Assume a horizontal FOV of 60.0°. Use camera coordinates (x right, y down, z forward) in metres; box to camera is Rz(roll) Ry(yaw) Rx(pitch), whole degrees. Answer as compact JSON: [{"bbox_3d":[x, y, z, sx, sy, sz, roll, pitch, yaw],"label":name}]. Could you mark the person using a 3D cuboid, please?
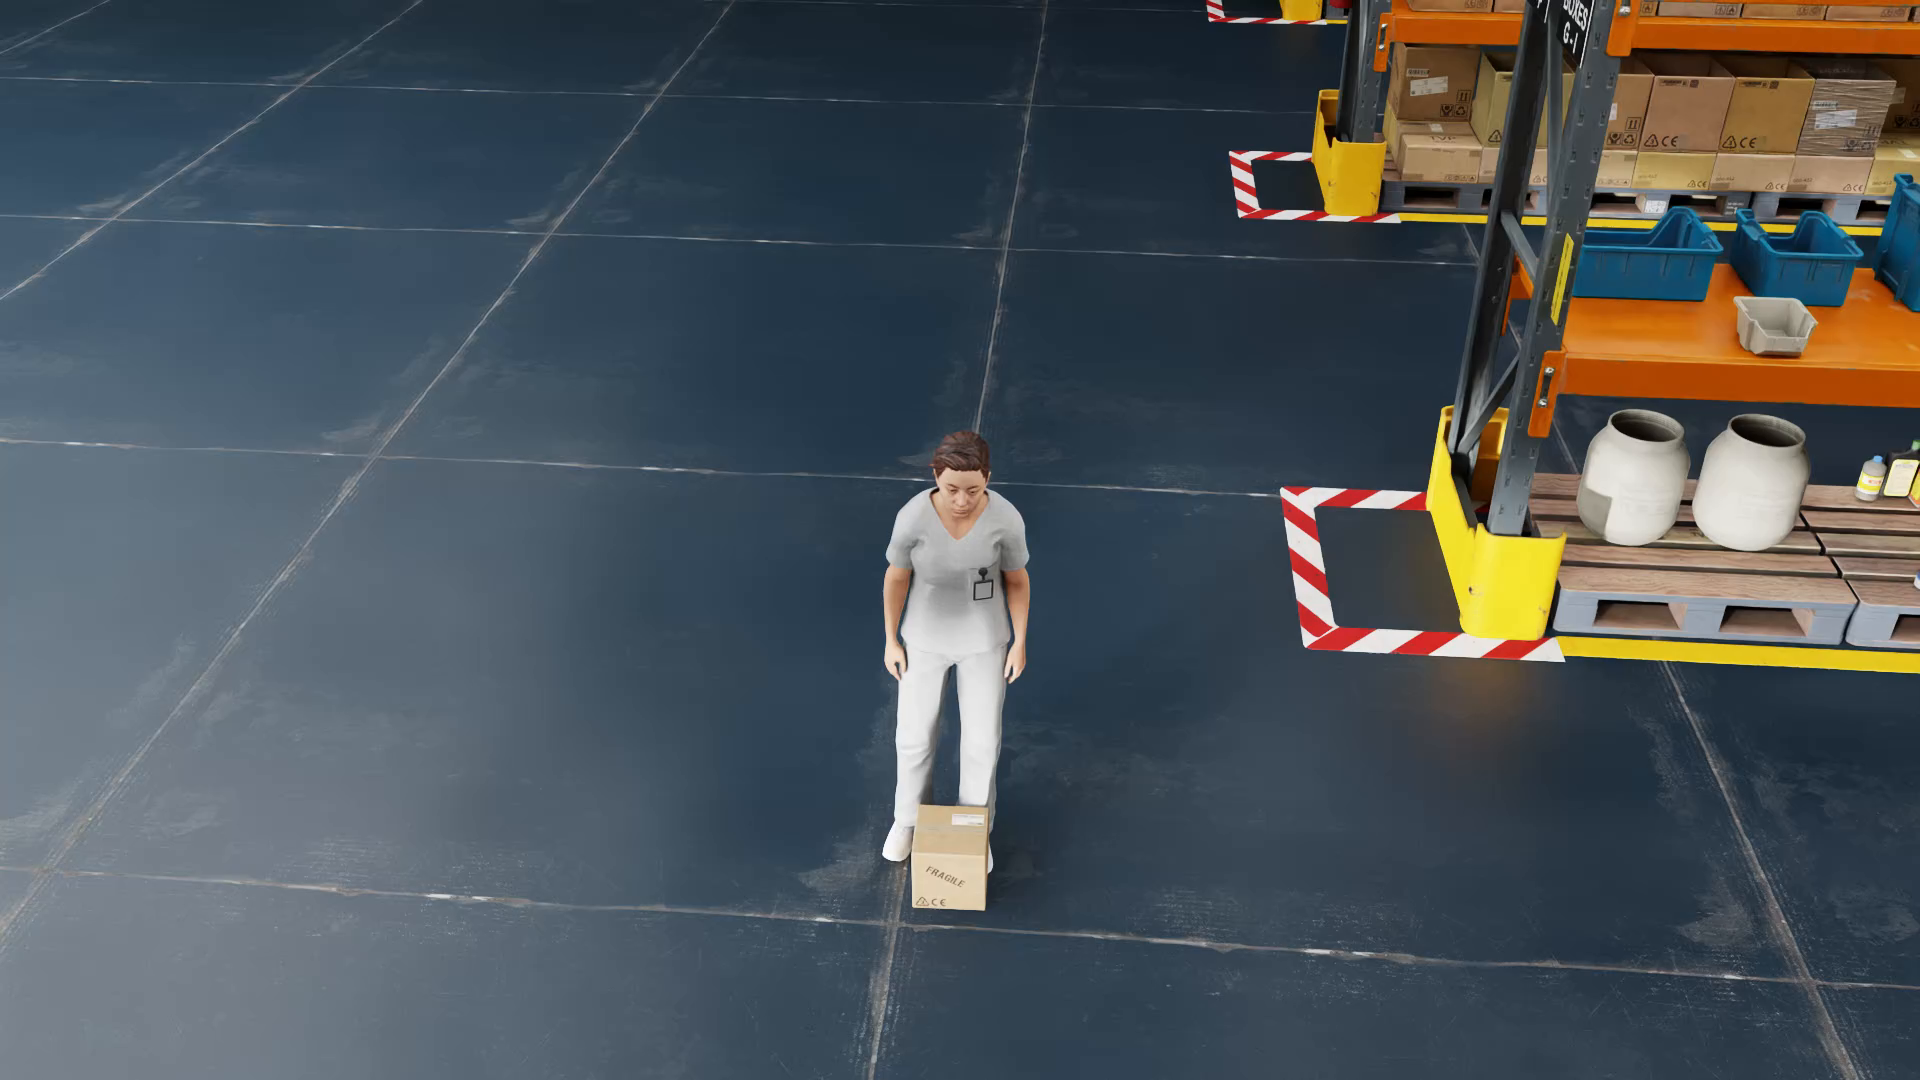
[{"bbox_3d":[-0.021,0.373,5.544,0.501,1.671,0.416,1,32,2],"label":"person"}]
